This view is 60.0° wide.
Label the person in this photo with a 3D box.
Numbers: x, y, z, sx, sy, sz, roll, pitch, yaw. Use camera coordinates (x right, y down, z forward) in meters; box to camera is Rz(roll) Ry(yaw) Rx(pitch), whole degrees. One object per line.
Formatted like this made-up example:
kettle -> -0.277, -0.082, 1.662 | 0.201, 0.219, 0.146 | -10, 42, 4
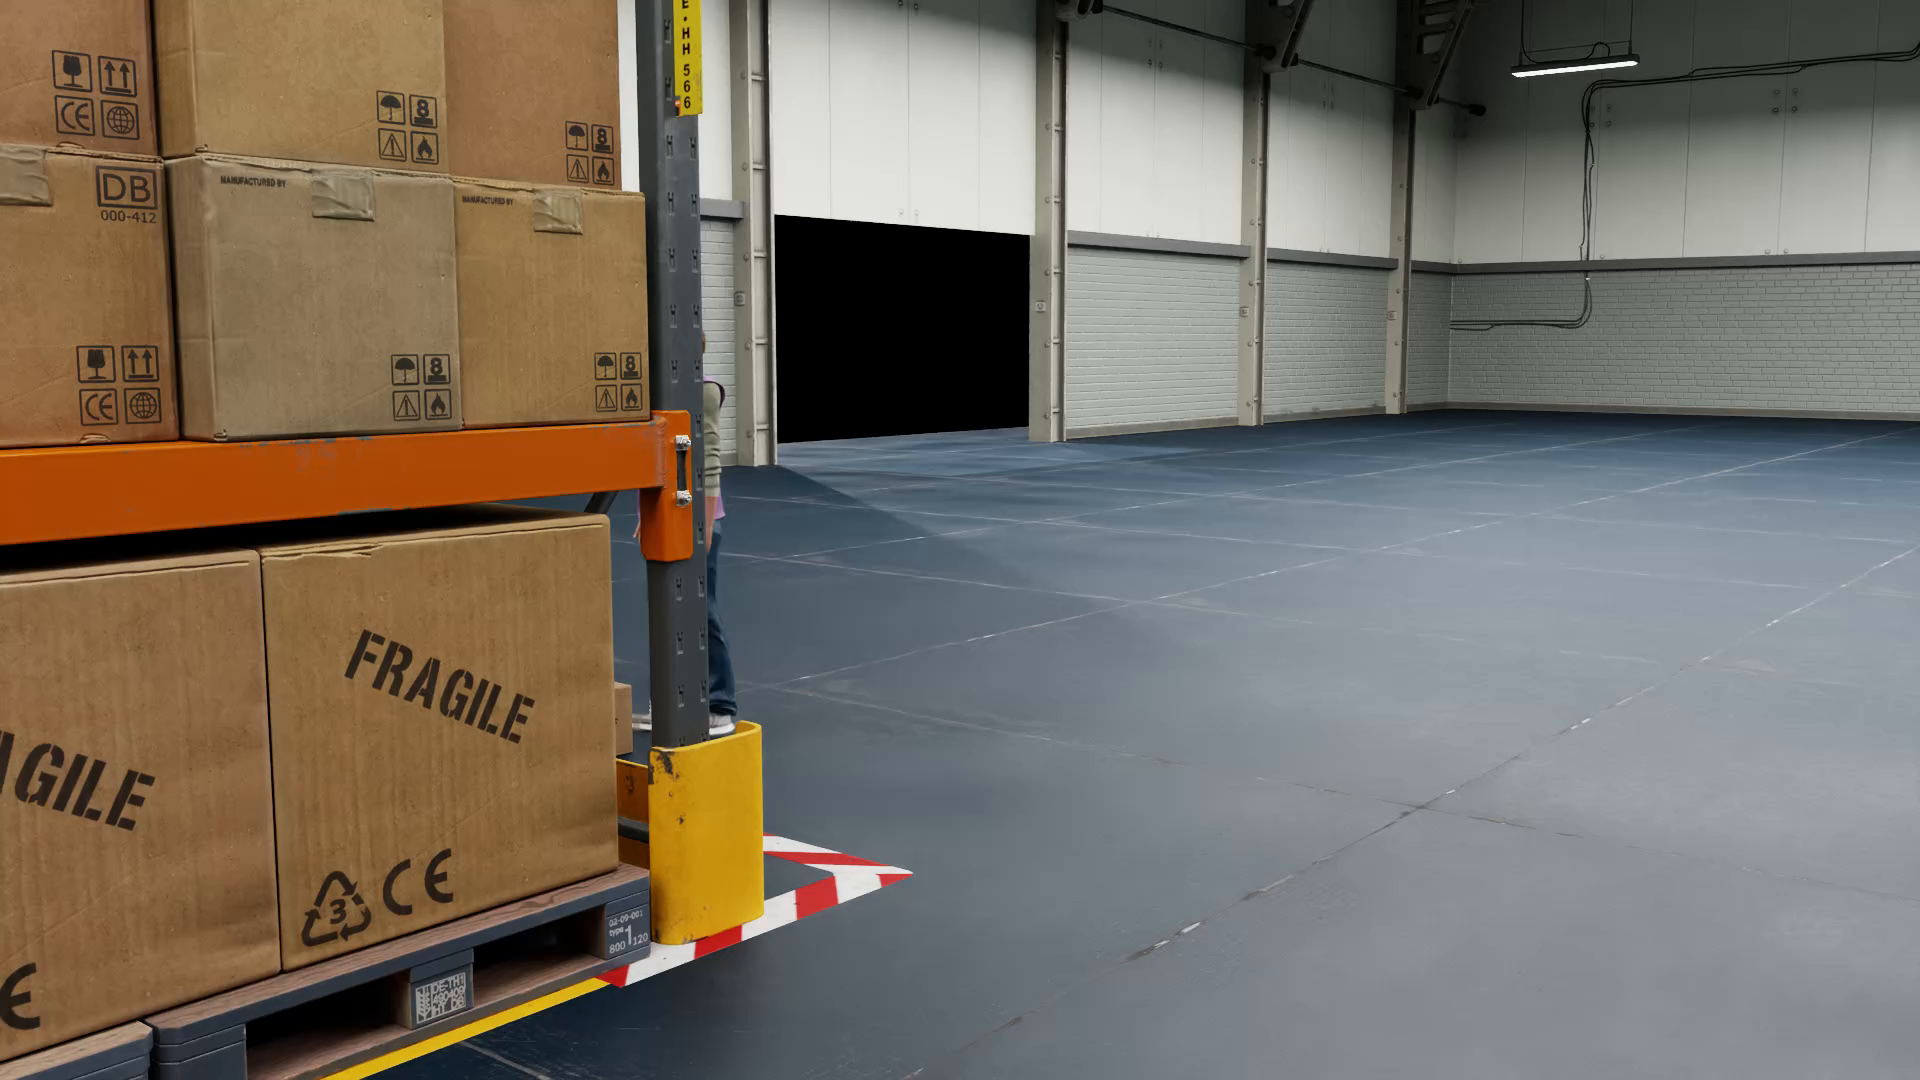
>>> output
person -> -1.065, -0.063, 6.318 | 0.477, 1.601, 0.327 | 6, 9, 43
